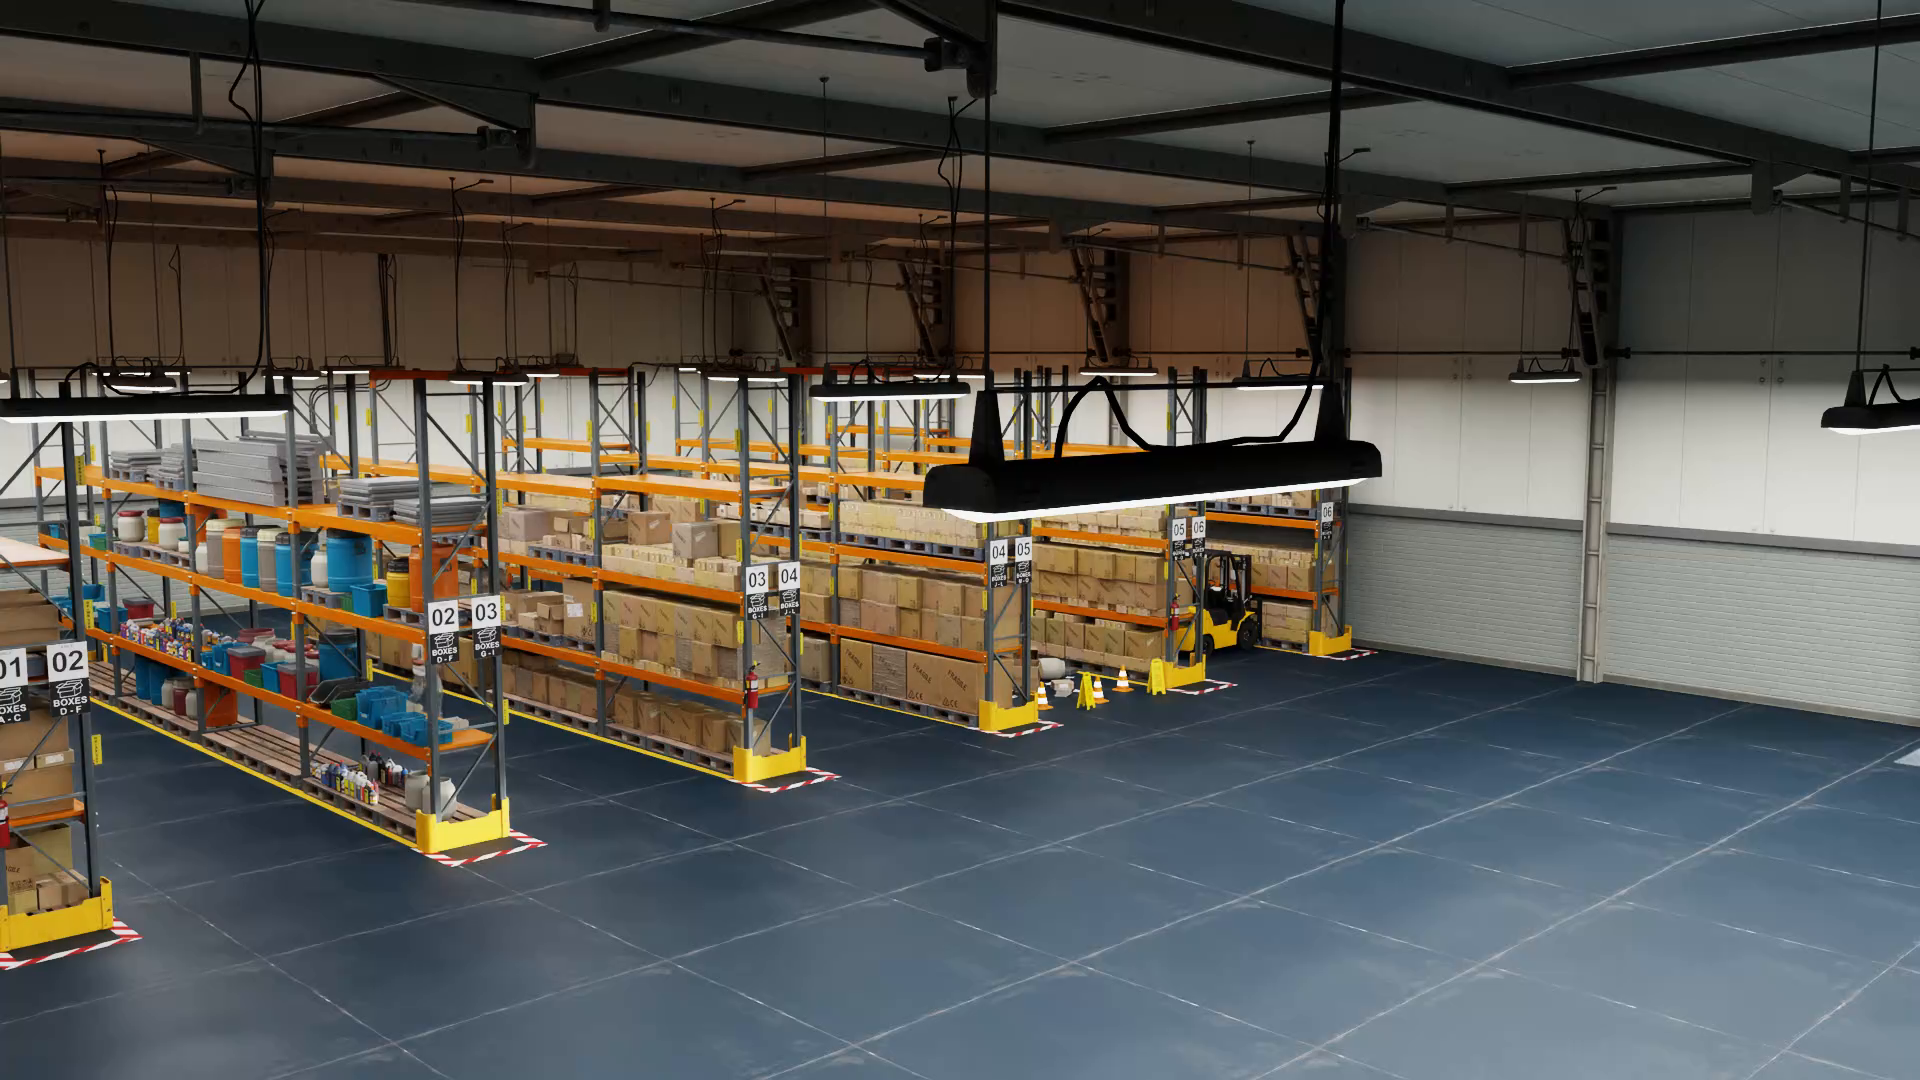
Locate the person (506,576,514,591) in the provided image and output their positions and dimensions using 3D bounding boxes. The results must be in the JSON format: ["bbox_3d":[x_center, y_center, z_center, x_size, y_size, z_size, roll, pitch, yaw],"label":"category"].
[{"bbox_3d":[-9.726,1.580,34.914,1.043,1.733,0.713,6,9,43],"label":"person"}]

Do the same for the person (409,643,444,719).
[{"bbox_3d":[-9.075,2.273,28.202,1.009,1.767,0.711,5,8,35],"label":"person"}]
